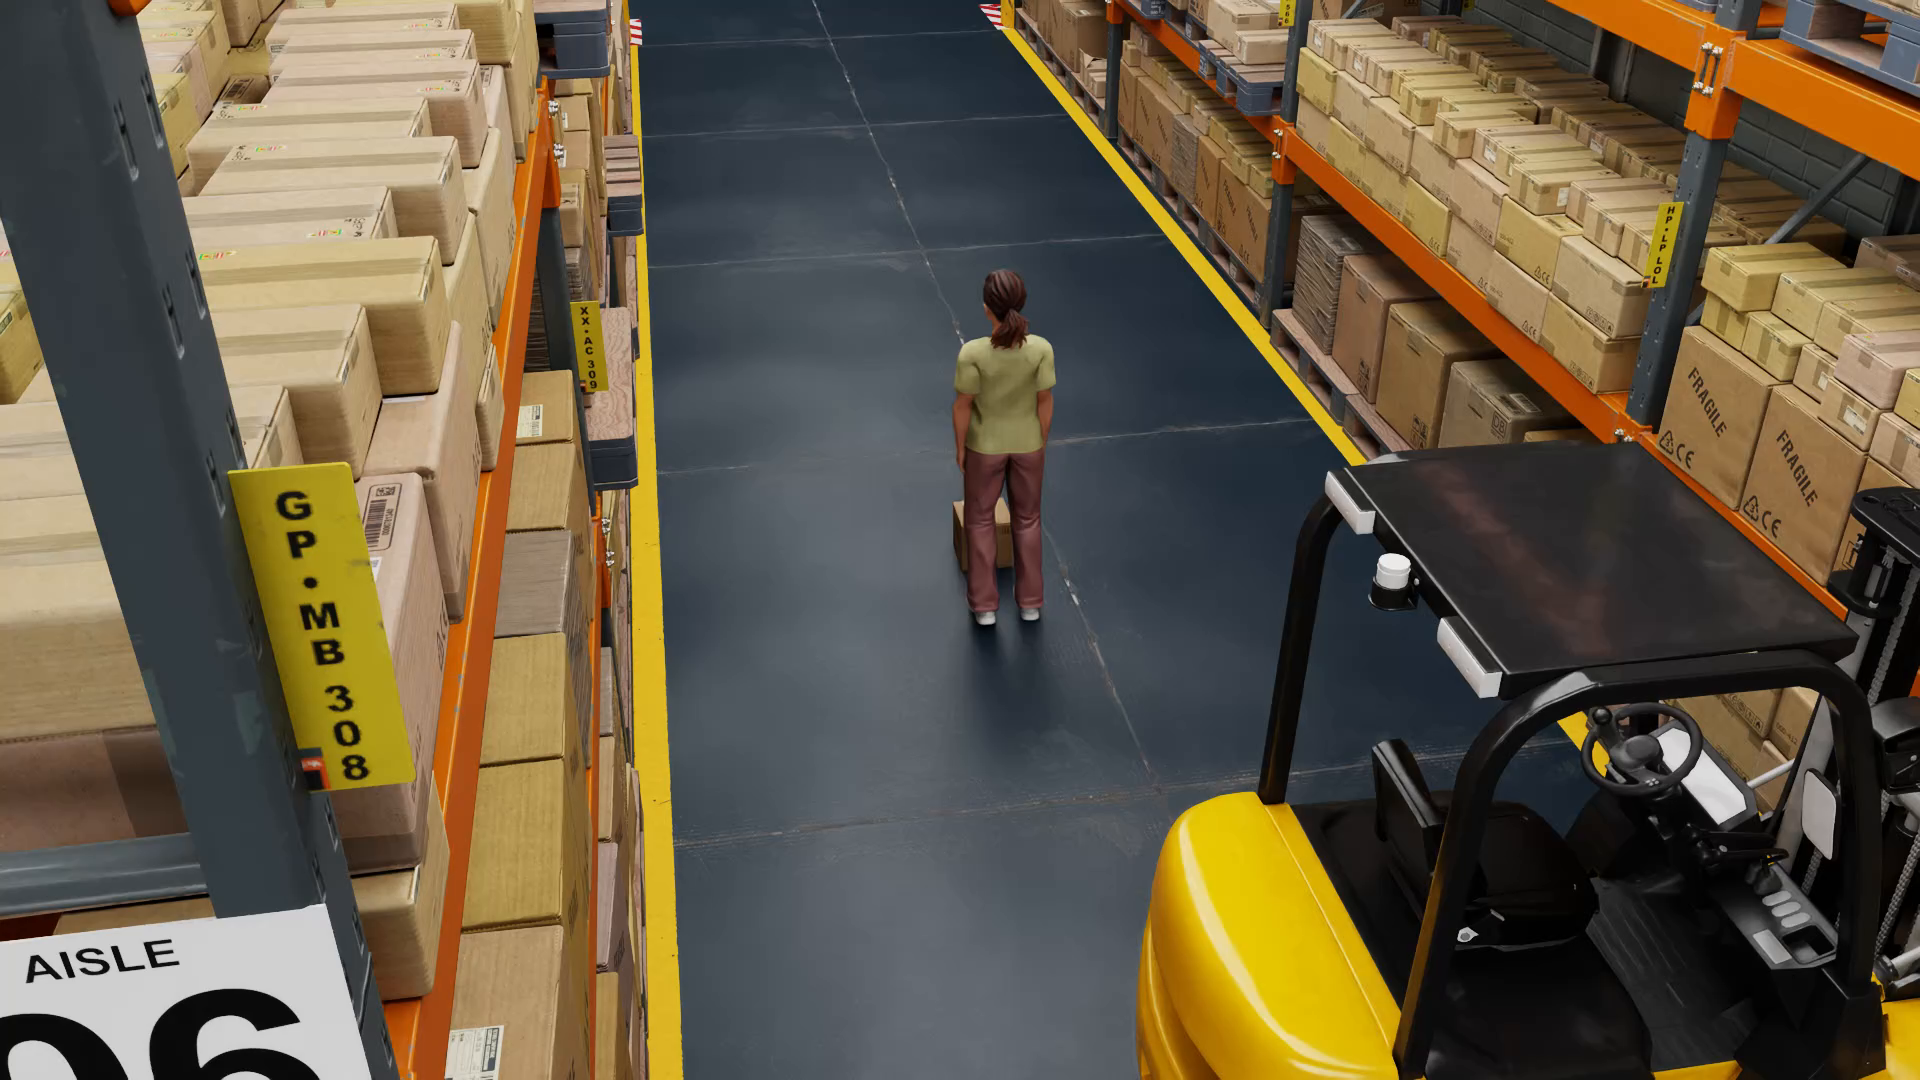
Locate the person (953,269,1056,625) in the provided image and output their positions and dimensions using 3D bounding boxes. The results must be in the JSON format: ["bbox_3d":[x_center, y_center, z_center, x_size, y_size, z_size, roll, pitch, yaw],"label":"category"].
[{"bbox_3d":[0.185,-0.385,7.293,0.443,1.680,0.362,-5,31,-8],"label":"person"}]
